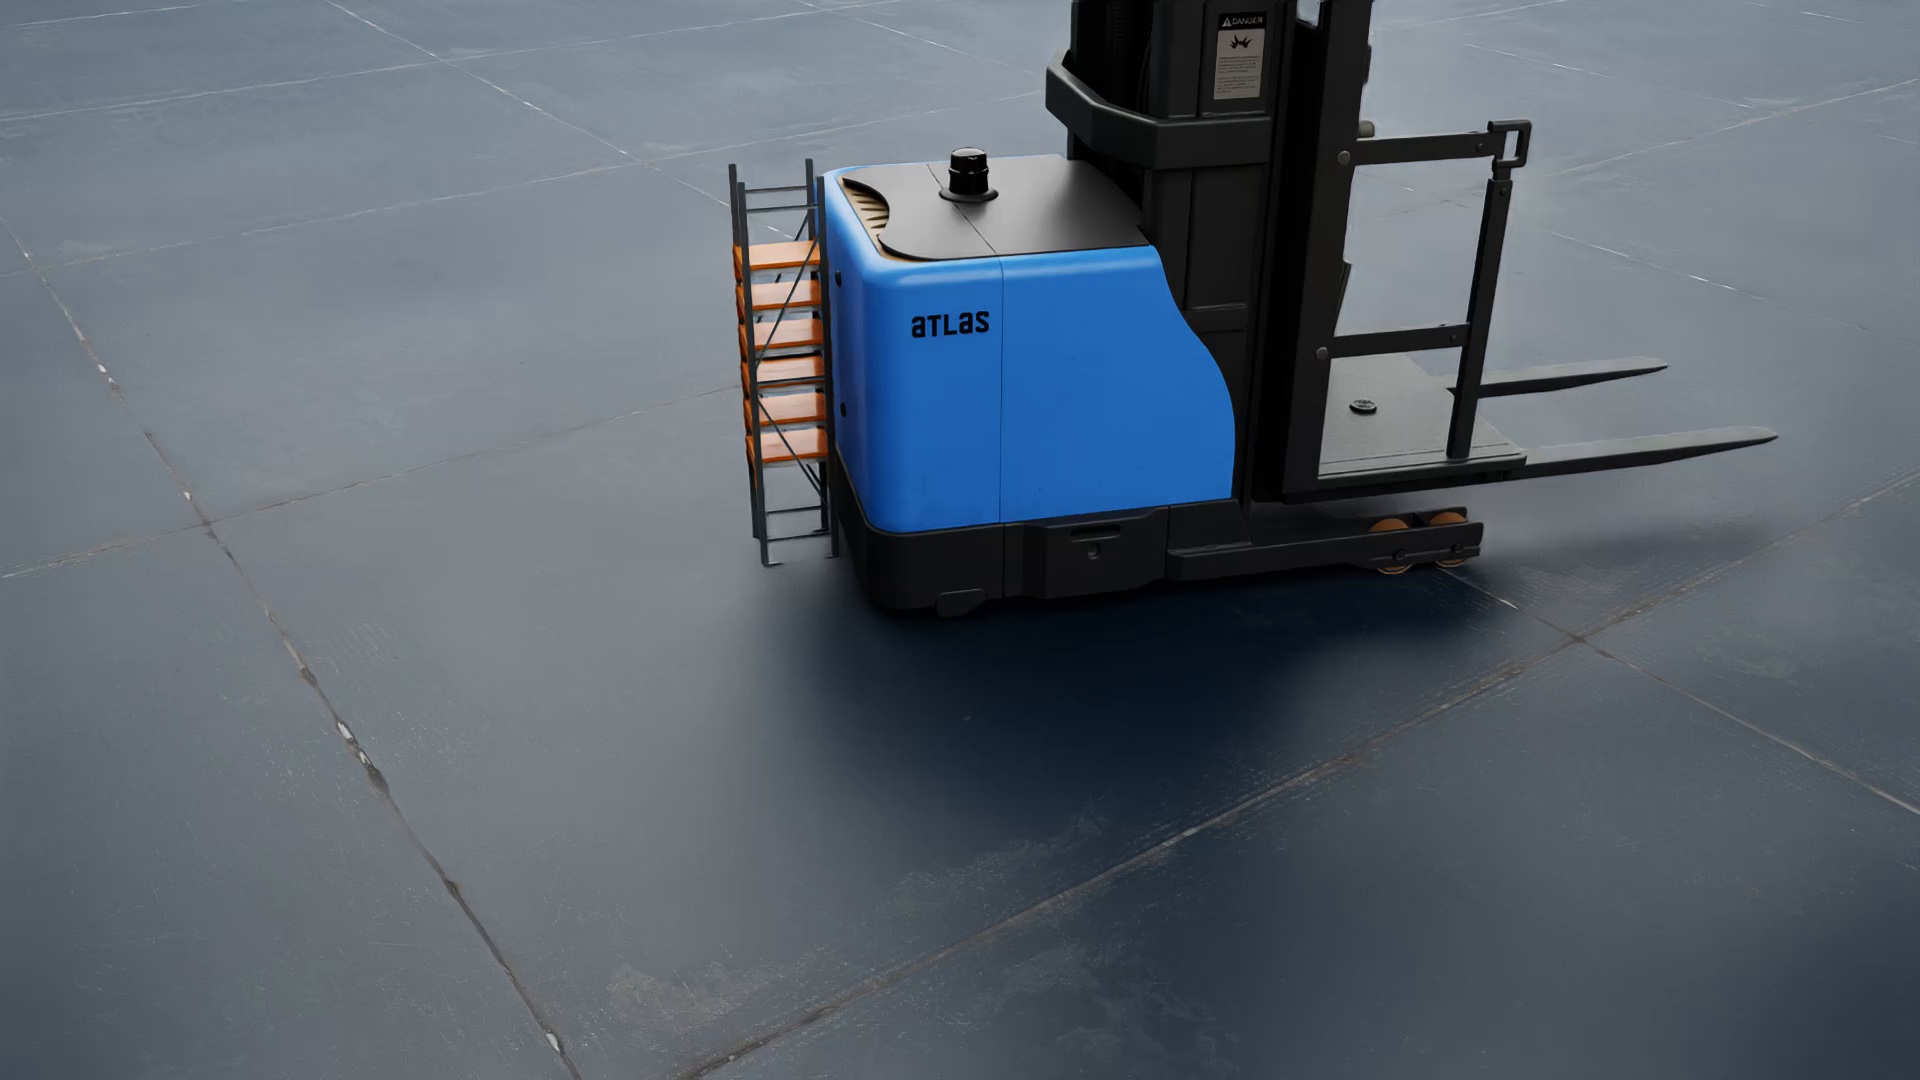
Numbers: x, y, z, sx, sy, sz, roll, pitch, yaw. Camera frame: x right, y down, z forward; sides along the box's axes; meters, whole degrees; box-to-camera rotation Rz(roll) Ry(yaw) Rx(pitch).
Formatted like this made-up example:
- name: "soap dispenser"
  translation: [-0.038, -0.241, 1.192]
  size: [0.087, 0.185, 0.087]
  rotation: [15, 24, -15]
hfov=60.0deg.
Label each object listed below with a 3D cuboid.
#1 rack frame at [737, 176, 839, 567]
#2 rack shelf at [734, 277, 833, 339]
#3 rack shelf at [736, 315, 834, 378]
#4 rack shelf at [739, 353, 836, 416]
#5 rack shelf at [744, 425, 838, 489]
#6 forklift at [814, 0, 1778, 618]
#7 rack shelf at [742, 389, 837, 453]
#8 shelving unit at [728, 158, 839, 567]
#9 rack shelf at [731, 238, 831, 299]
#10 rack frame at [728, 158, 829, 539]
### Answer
- name: "rack frame"
  translation: [-0.491, -0.461, 4.842]
  size: [0.240, 1.200, 0.006]
  rotation: [-7, 29, -13]
- name: "rack shelf"
  translation: [-0.514, -0.675, 4.827]
  size: [0.258, 0.103, 0.180]
  rotation: [-7, 29, -13]
- name: "rack shelf"
  translation: [-0.514, -0.570, 4.884]
  size: [0.258, 0.103, 0.180]
  rotation: [-7, 29, -13]
- name: "rack shelf"
  translation: [-0.514, -0.464, 4.941]
  size: [0.258, 0.103, 0.180]
  rotation: [-7, 29, -13]
- name: "rack shelf"
  translation: [-0.514, -0.254, 5.056]
  size: [0.258, 0.103, 0.180]
  rotation: [-7, 29, -13]
- name: "forklift"
  translation: [1.112, -1.422, 4.797]
  size: [3.031, 2.935, 1.130]
  rotation: [-6, 29, -11]
- name: "rack shelf"
  translation: [-0.514, -0.359, 4.998]
  size: [0.258, 0.103, 0.180]
  rotation: [-7, 29, -13]
- name: "shelving unit"
  translation: [-0.514, -0.504, 4.920]
  size: [0.258, 1.200, 0.189]
  rotation: [-7, 29, -13]
- name: "rack shelf"
  translation: [-0.514, -0.781, 4.769]
  size: [0.258, 0.103, 0.180]
  rotation: [-7, 29, -13]
- name: "rack frame"
  translation: [-0.536, -0.546, 4.998]
  size: [0.240, 1.200, 0.006]
  rotation: [-7, 29, -13]
